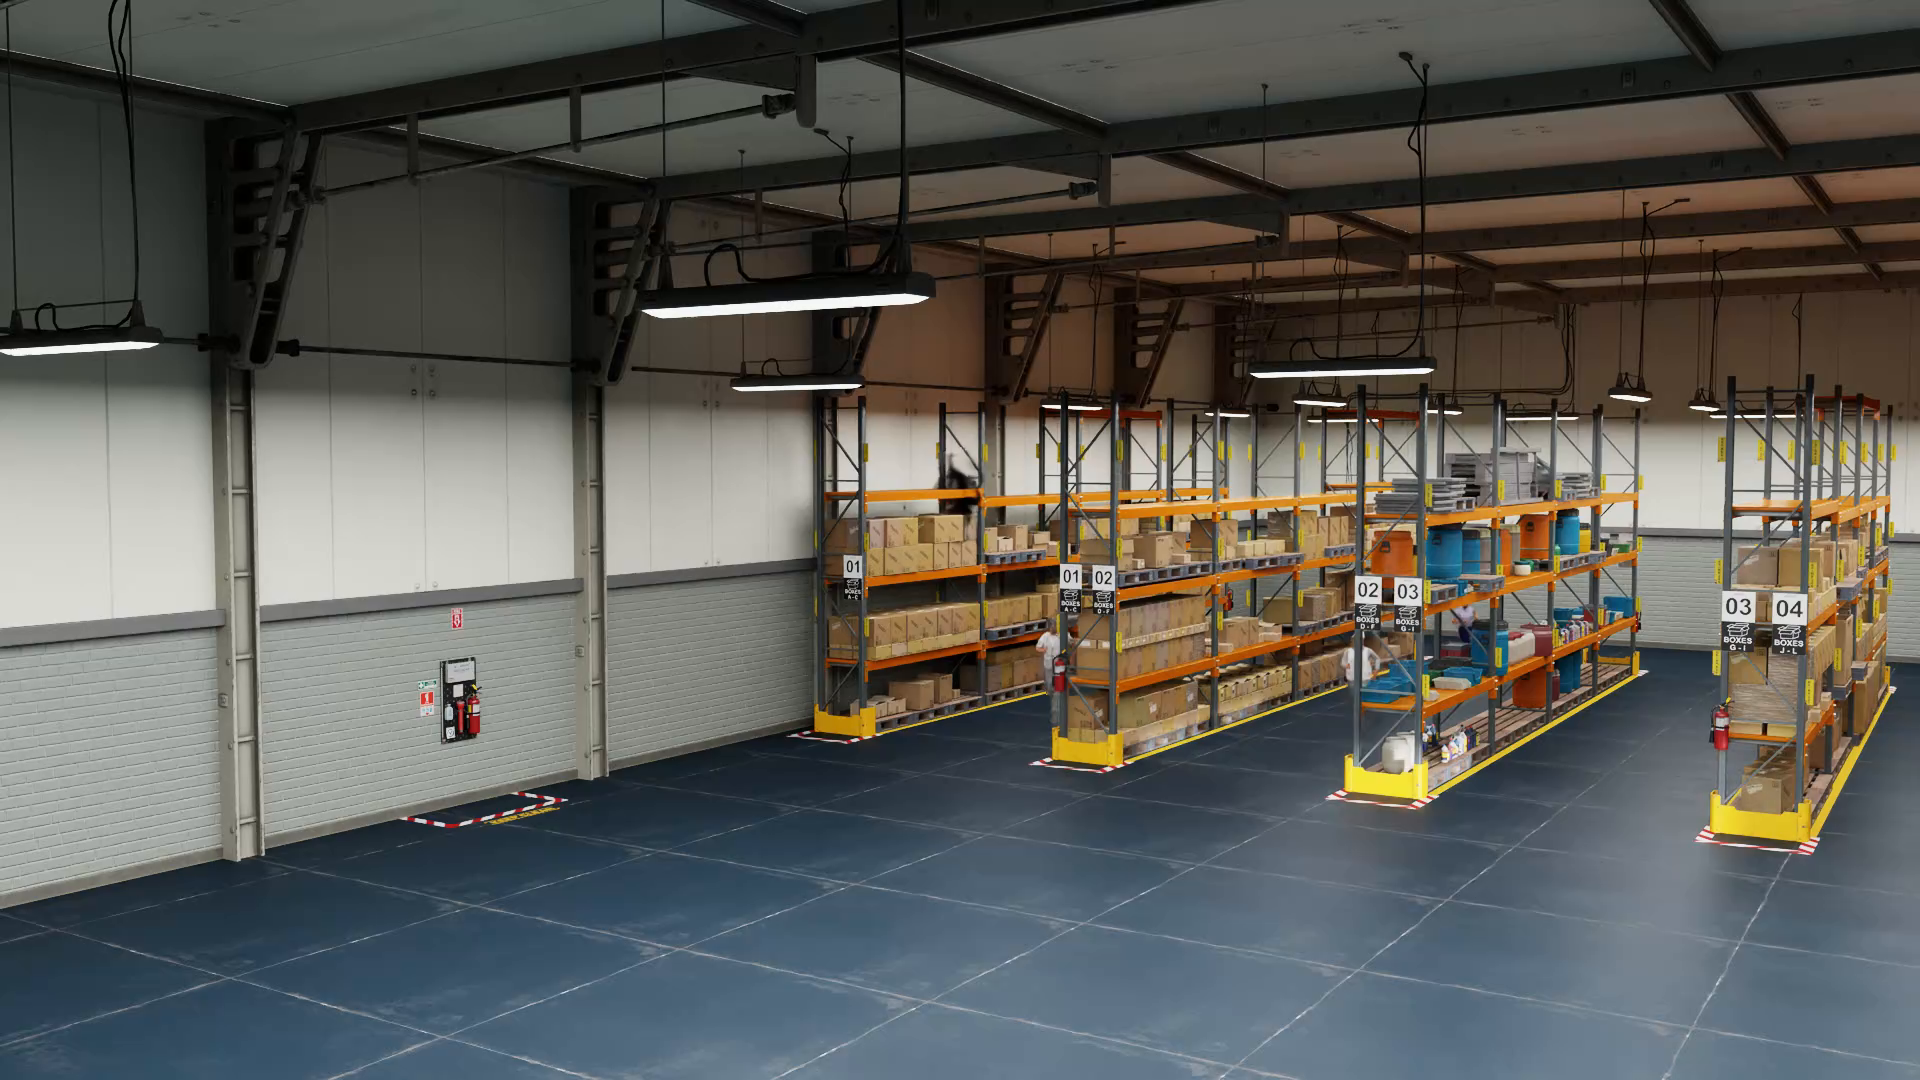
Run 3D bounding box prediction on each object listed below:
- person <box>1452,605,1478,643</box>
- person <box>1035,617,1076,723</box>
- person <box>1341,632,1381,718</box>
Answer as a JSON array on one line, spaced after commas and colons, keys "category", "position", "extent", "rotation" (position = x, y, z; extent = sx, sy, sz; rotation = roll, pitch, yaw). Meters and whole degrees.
[{"category": "person", "position": [11.835, 2.167, 38.986], "extent": [0.623, 1.661, 0.860], "rotation": [0, 3, 6]}, {"category": "person", "position": [1.691, 2.275, 29.584], "extent": [0.664, 1.844, 0.847], "rotation": [1, 3, 22]}, {"category": "person", "position": [7.192, 2.538, 30.020], "extent": [0.661, 1.782, 0.953], "rotation": [2, 3, 31]}]
